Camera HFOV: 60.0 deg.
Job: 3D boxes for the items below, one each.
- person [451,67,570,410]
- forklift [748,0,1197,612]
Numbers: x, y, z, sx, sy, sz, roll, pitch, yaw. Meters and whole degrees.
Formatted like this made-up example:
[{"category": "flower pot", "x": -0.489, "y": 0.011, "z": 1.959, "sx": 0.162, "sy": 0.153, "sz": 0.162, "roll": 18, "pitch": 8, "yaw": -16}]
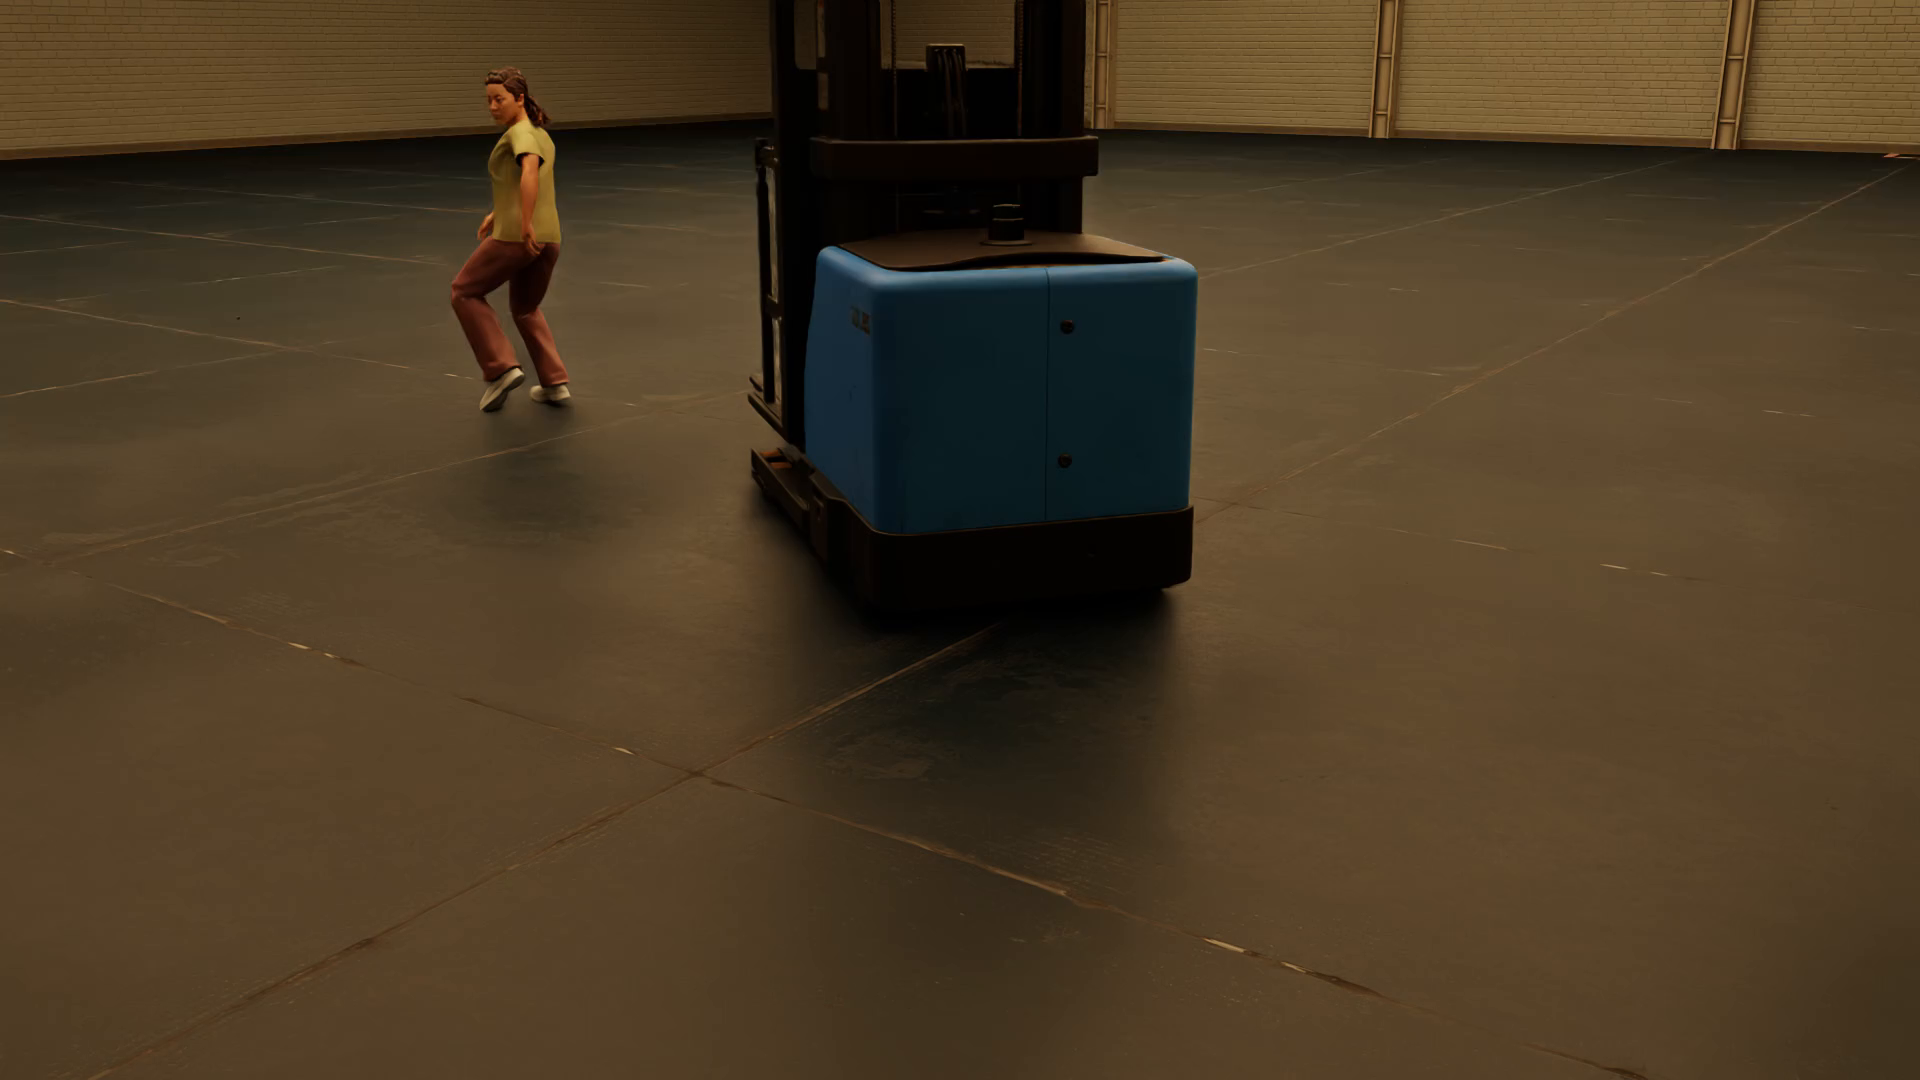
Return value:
[{"category": "person", "x": -2.099, "y": -1.420, "z": 7.940, "sx": 0.663, "sy": 1.617, "sz": 0.632, "roll": 7, "pitch": 18, "yaw": 23}, {"category": "forklift", "x": -0.193, "y": -1.570, "z": 6.084, "sx": 1.130, "sy": 2.935, "sz": 3.031, "roll": -5, "pitch": 17, "yaw": -17}]
